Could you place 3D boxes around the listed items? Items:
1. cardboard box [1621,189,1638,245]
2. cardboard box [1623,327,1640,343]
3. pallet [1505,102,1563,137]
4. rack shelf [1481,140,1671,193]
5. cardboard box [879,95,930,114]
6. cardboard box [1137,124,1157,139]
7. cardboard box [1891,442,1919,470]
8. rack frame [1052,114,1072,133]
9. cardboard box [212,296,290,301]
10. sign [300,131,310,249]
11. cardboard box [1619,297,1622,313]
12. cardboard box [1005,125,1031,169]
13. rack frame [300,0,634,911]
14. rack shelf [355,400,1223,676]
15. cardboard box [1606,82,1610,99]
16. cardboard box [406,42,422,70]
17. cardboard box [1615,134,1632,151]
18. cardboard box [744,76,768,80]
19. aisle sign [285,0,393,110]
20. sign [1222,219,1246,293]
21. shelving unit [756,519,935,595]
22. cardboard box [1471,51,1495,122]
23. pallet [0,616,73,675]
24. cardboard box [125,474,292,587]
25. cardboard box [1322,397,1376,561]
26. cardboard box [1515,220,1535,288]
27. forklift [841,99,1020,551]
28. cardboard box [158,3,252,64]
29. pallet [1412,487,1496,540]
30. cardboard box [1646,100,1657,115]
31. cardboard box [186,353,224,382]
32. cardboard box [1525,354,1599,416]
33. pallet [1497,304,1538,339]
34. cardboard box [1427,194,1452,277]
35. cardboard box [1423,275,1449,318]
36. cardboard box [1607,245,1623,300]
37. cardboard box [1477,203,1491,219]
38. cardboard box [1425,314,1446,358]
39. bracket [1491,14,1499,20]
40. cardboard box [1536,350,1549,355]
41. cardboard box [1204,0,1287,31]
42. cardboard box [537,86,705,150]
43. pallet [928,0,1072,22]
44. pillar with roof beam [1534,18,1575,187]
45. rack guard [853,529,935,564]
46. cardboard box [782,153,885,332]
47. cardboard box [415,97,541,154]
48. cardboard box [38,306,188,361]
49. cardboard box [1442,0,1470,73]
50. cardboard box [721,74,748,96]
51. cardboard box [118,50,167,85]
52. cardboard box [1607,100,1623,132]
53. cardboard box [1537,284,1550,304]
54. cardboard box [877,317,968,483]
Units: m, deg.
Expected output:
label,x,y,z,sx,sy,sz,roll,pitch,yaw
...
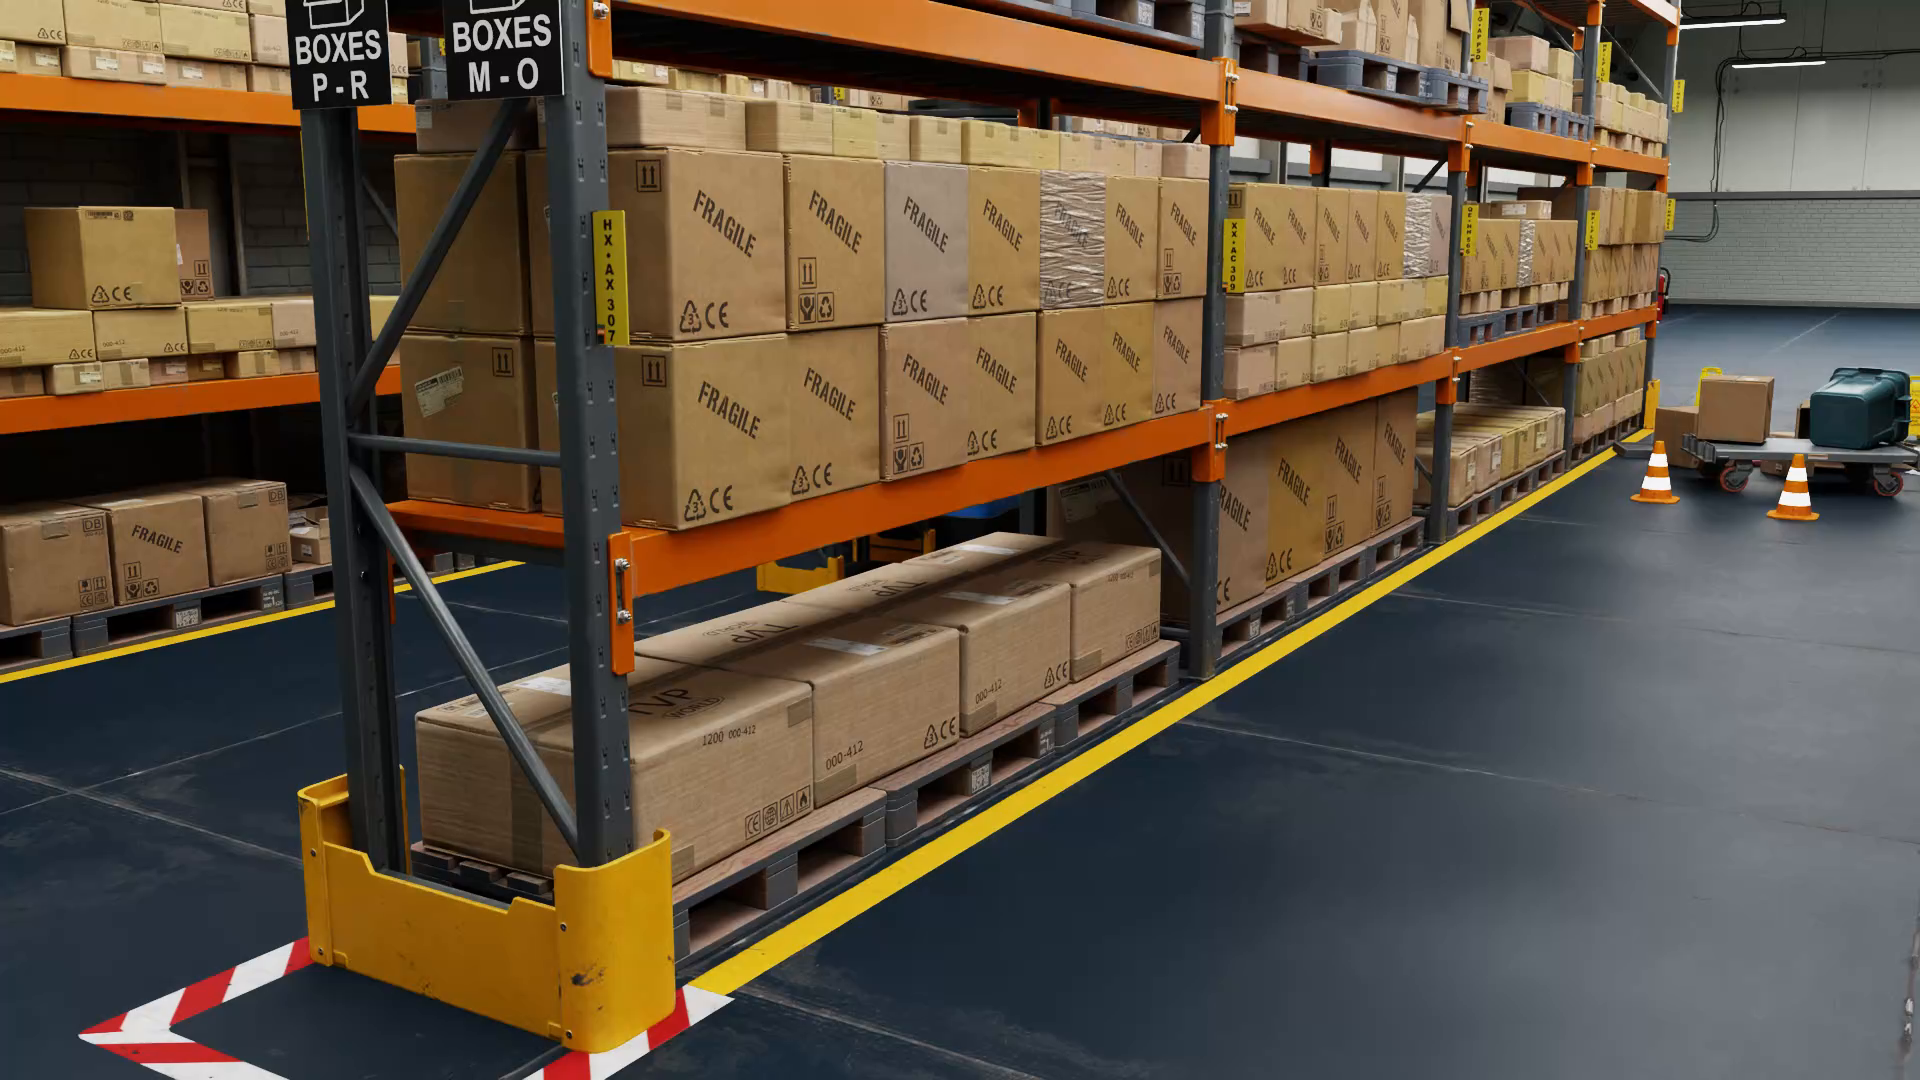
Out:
label,x,y,z,sx,sy,sz,roll,pitch,yaw
cardboard box,5.885,-3.008,15.488,0.700,0.500,0.500,6,12,29
cardboard box,6.654,-2.075,16.829,0.380,0.149,0.250,7,13,32
pallet,3.956,-3.250,12.936,1.213,0.211,1.003,6,12,31
rack shelf,5.942,-3.554,16.002,1.077,0.370,4.000,6,12,31
cardboard box,-0.657,-3.921,14.327,0.700,0.500,0.500,6,12,30
cardboard box,1.761,-4.669,18.311,0.797,0.503,0.637,7,13,33
cardboard box,8.505,-0.764,14.726,0.396,0.266,0.258,9,14,40
rack frame,0.659,-5.541,16.510,1.000,3.000,0.127,6,12,31
cardboard box,-4.237,-1.275,9.624,0.500,0.250,0.500,6,12,30
sign,-1.783,-0.971,4.611,0.100,0.325,0.005,6,12,31
cardboard box,6.120,-2.256,15.952,0.380,0.149,0.250,6,12,30
cardboard box,0.030,-1.406,5.973,0.380,0.149,0.250,6,12,31
rack frame,-1.327,-0.231,4.451,1.000,3.000,0.127,6,12,31
rack shelf,-0.288,-0.192,6.197,1.077,0.370,4.000,6,12,31
cardboard box,5.456,-3.923,14.537,0.380,0.149,0.250,7,13,32
cardboard box,-3.396,-2.994,10.330,0.380,0.149,0.250,6,12,31
cardboard box,6.019,-3.689,15.454,0.380,0.149,0.250,6,12,30
cardboard box,-1.665,-3.545,12.519,0.380,0.149,0.250,6,12,29
aisle sign,-1.629,-1.527,4.309,0.394,0.787,0.004,6,12,31
sign,1.225,-1.272,7.442,0.100,0.325,0.005,6,12,31
shelving unit,-0.675,-0.499,9.958,0.587,1.500,1.083,6,12,30
cardboard box,3.327,-3.161,11.677,0.700,0.500,0.500,6,12,31
pallet,-5.118,0.529,7.972,1.003,0.211,1.213,6,12,31
cardboard box,-4.156,-0.063,9.208,0.700,0.500,0.500,6,12,29
cardboard box,1.930,-0.411,10.043,0.875,0.875,0.875,7,12,31
cardboard box,4.059,-2.184,12.663,0.500,0.500,0.500,6,12,29
forklift,0.163,-1.561,11.740,1.130,2.935,3.031,3,11,17
cardboard box,-4.067,-2.619,8.652,0.500,0.250,0.500,7,13,32
pallet,3.234,-0.241,12.084,1.003,0.211,1.213,6,12,31
cardboard box,6.773,-4.330,16.710,0.380,0.149,0.250,6,12,30
cardboard box,-4.172,-0.938,8.912,0.380,0.149,0.250,7,12,32
cardboard box,5.440,-1.409,15.035,0.500,0.500,0.500,7,13,33
pallet,3.819,-1.710,12.873,1.003,0.211,1.213,6,12,31
cardboard box,2.782,-1.923,10.502,0.500,0.500,0.500,6,12,29
cardboard box,2.792,-1.561,10.603,0.500,0.250,0.500,6,12,30
cardboard box,5.883,-2.515,15.571,0.500,0.500,0.500,6,12,30
cardboard box,4.357,-2.799,14.182,0.380,0.149,0.250,6,12,30
cardboard box,2.786,-1.311,10.628,0.500,0.250,0.500,6,12,29
bracket,9.700,-10.242,31.841,0.076,0.066,4.783,6,12,31
cardboard box,5.244,-1.541,15.739,0.500,0.500,0.500,7,12,32
cardboard box,1.309,-2.520,7.751,0.396,0.266,0.258,6,12,30
cardboard box,-0.906,-1.120,4.447,0.380,0.149,0.250,7,13,32
pallet,-0.318,-1.972,5.841,1.003,0.211,1.213,6,12,31
pillar with roof beam,17.744,-9.510,37.710,9.100,9.000,0.548,6,12,31
rack guard,-0.419,0.037,10.493,0.587,0.250,0.087,6,12,30
cardboard box,-0.572,-0.902,5.045,0.500,0.500,0.500,6,12,29
cardboard box,-1.312,-1.166,4.694,0.380,0.149,0.250,7,12,31
cardboard box,-4.336,-1.065,8.503,0.500,0.250,0.500,6,12,29
cardboard box,2.760,-3.147,10.454,0.797,0.503,0.637,6,12,27
cardboard box,-1.797,-3.360,12.335,0.380,0.149,0.250,6,12,31
cardboard box,-4.203,-2.355,8.327,0.380,0.149,0.250,7,13,32
cardboard box,5.626,-3.790,14.910,0.500,0.250,0.500,6,12,30
cardboard box,4.488,-1.970,13.280,0.380,0.149,0.250,7,12,31
cardboard box,-0.314,-0.489,5.556,0.500,0.500,0.500,6,12,30
